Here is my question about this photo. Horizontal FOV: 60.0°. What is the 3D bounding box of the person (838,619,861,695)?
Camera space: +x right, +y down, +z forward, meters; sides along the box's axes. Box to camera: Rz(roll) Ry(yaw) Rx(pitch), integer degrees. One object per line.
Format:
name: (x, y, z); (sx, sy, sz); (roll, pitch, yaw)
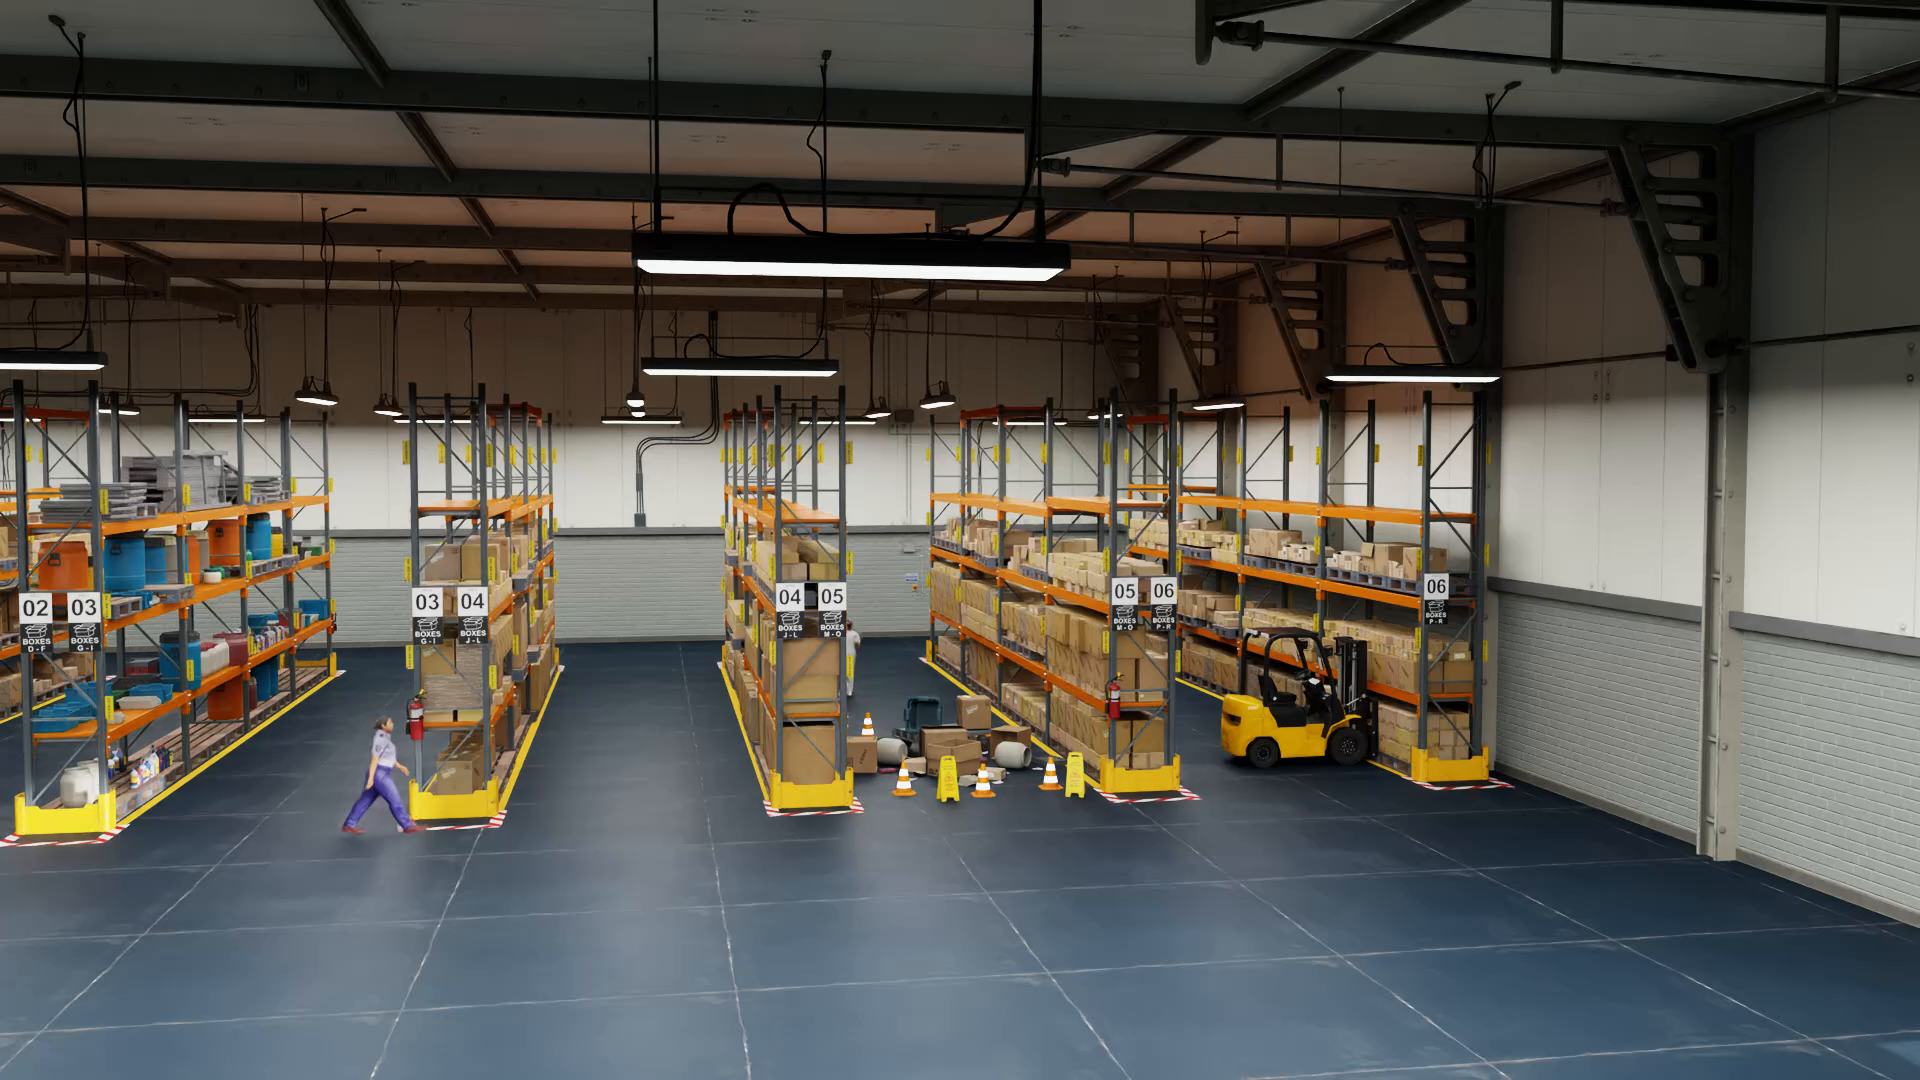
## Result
person: (-2.363, 2.467, 34.986); (0.565, 1.540, 0.725); (0, 3, -9)

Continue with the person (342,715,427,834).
person: (-7.581, 3.081, 21.855); (1.072, 1.569, 0.531); (-1, 3, -13)
